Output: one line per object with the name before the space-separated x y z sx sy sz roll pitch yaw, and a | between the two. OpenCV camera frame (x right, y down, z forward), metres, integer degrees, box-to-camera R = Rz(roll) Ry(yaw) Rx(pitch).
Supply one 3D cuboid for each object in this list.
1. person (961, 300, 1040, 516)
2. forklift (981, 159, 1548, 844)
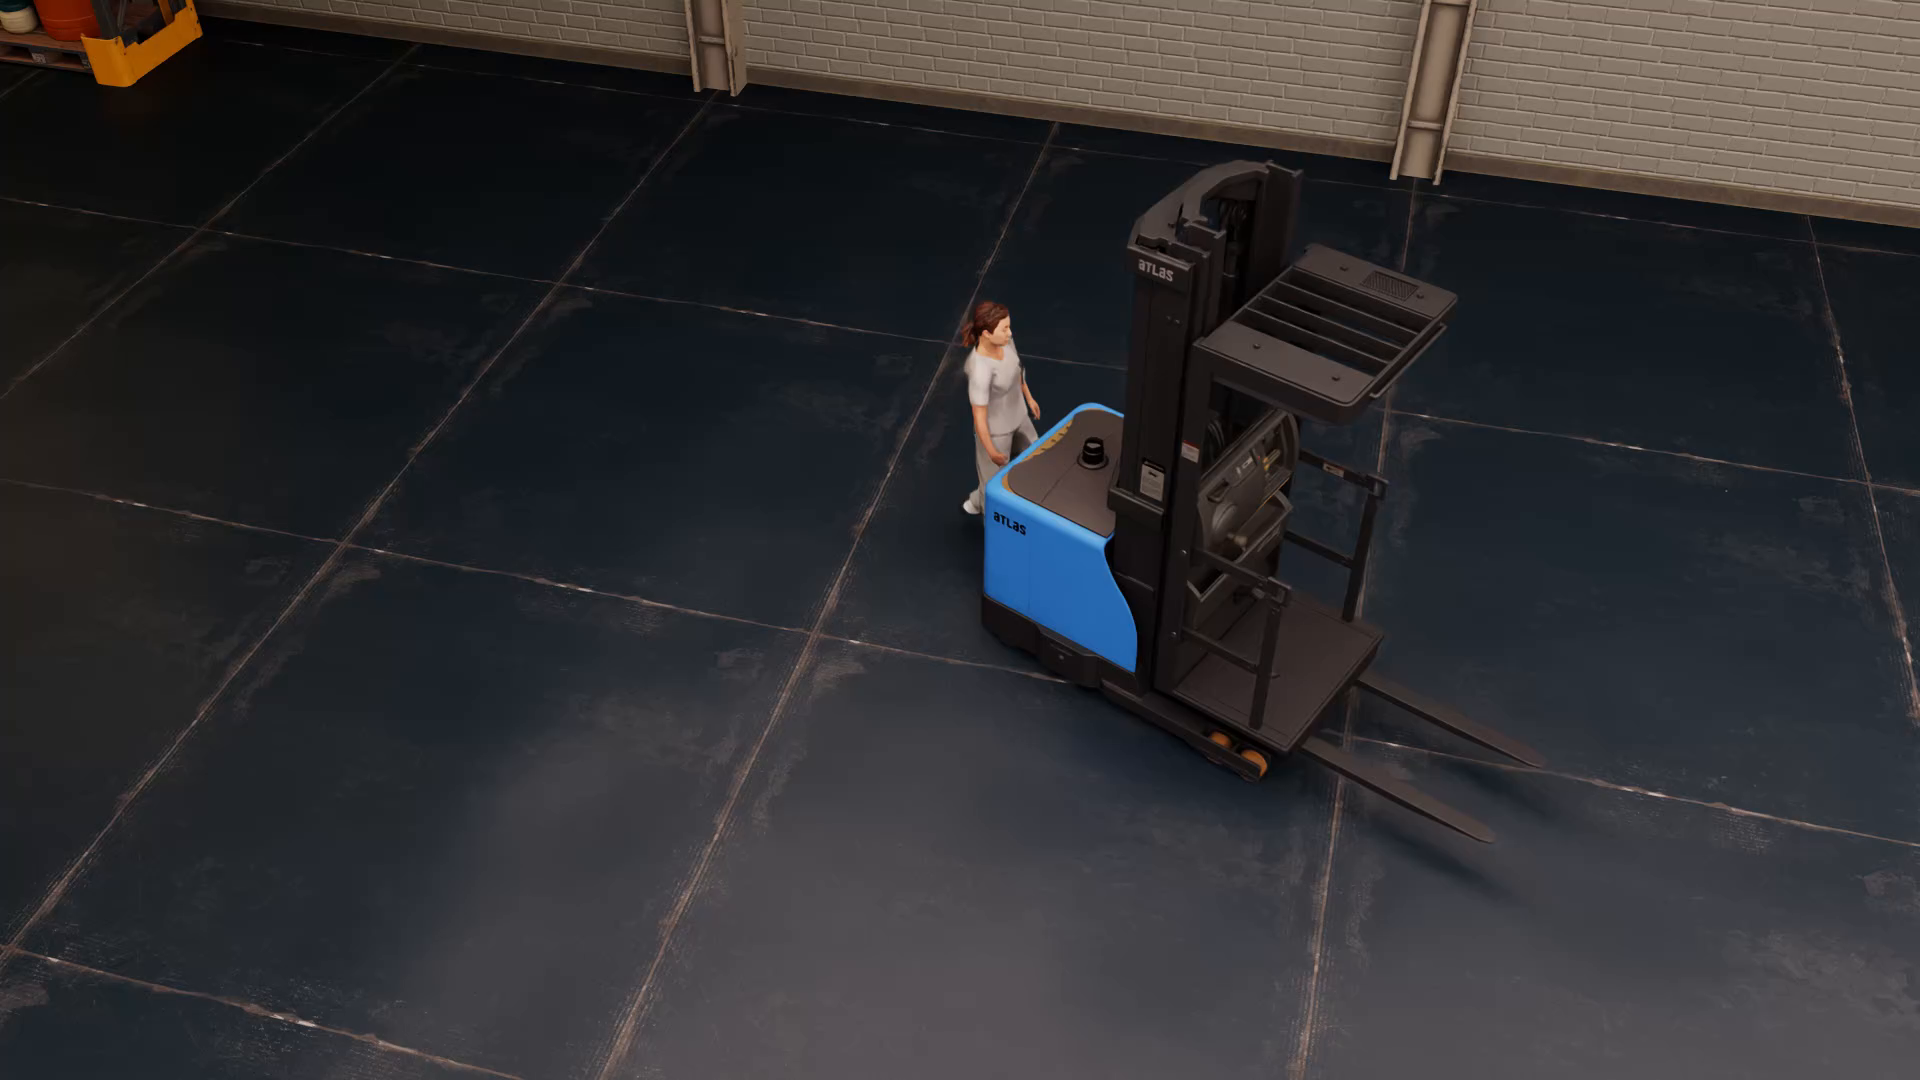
person | 0.327 -0.616 9.515 0.713 1.585 0.626 21 46 23
forklift | 1.593 -0.247 8.143 3.031 2.935 1.130 27 48 27
